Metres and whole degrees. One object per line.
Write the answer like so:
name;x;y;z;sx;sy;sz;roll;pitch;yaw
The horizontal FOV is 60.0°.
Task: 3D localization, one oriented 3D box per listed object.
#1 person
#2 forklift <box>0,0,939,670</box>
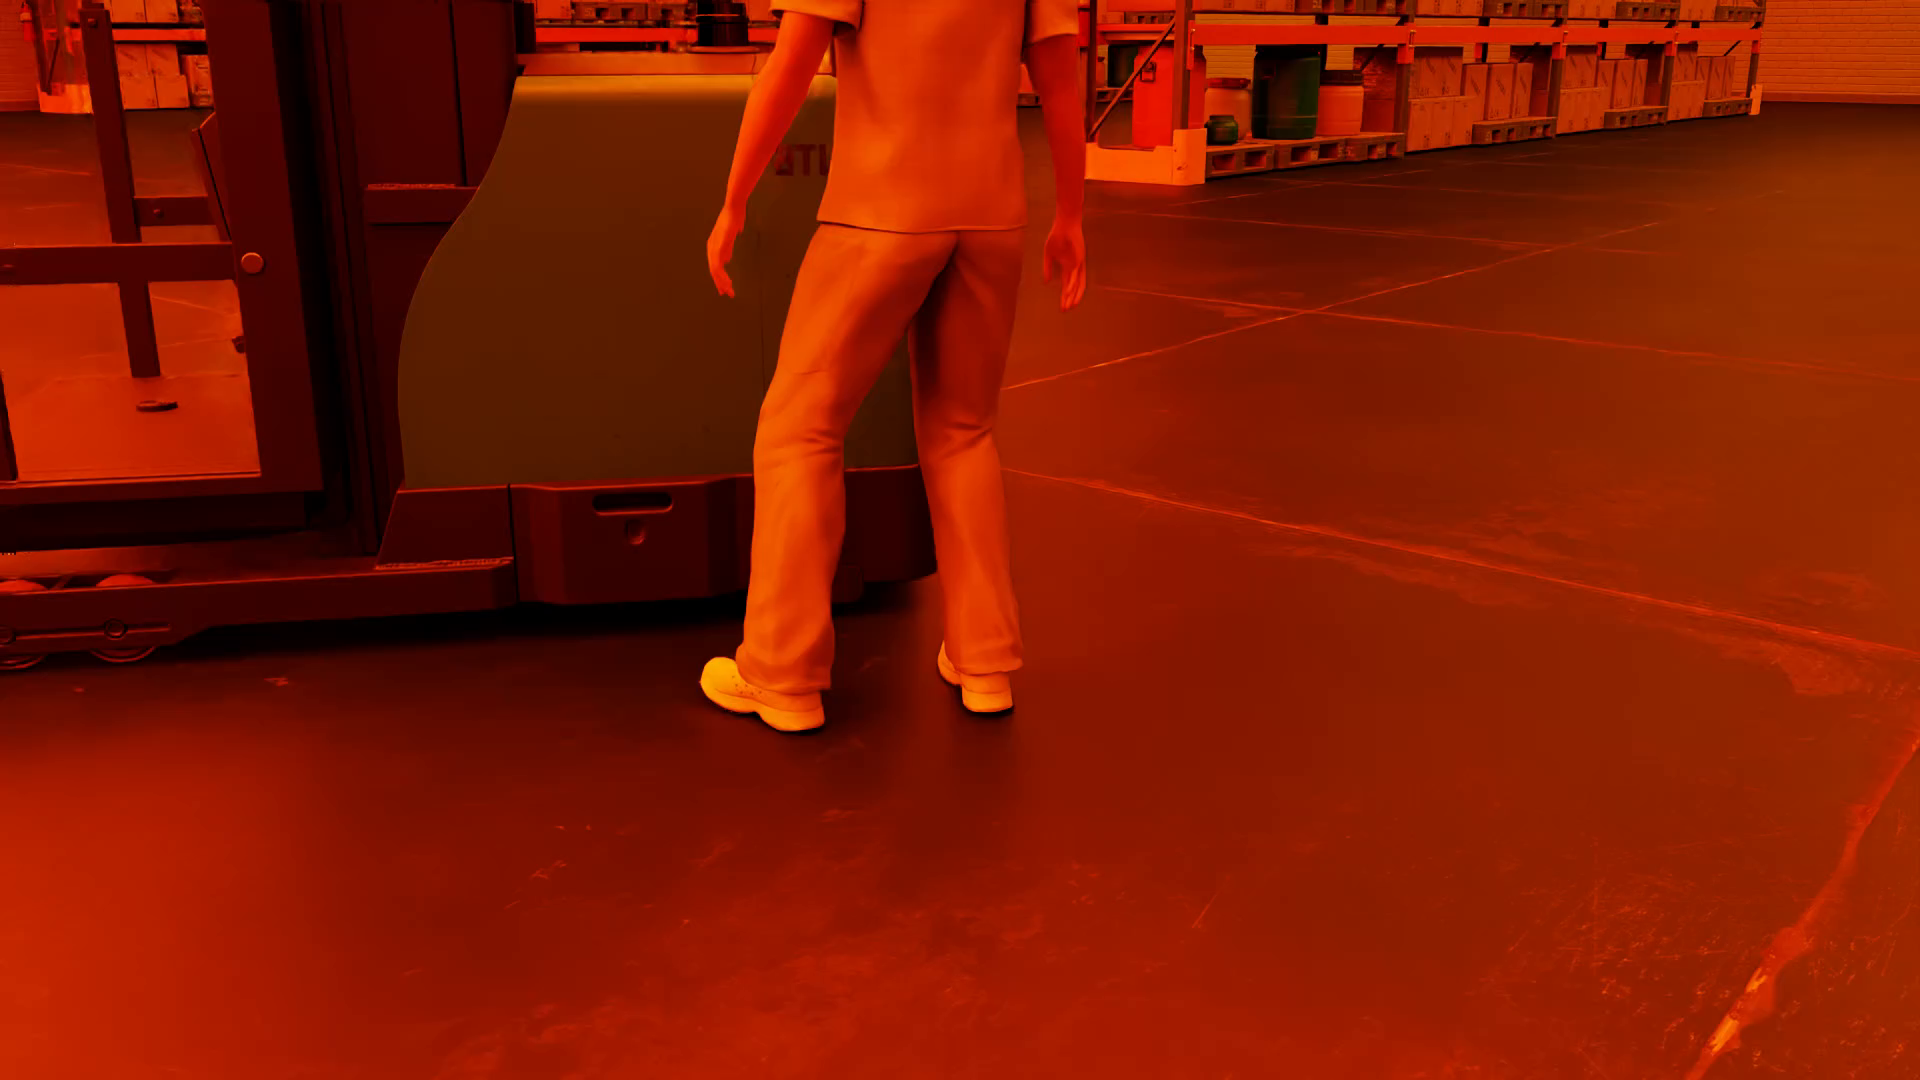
person;-0.097;-0.514;2.799;0.678;1.651;0.394;-9;19;-28
forklift;-1.604;-1.324;3.258;3.031;2.935;1.130;-3;17;-10
